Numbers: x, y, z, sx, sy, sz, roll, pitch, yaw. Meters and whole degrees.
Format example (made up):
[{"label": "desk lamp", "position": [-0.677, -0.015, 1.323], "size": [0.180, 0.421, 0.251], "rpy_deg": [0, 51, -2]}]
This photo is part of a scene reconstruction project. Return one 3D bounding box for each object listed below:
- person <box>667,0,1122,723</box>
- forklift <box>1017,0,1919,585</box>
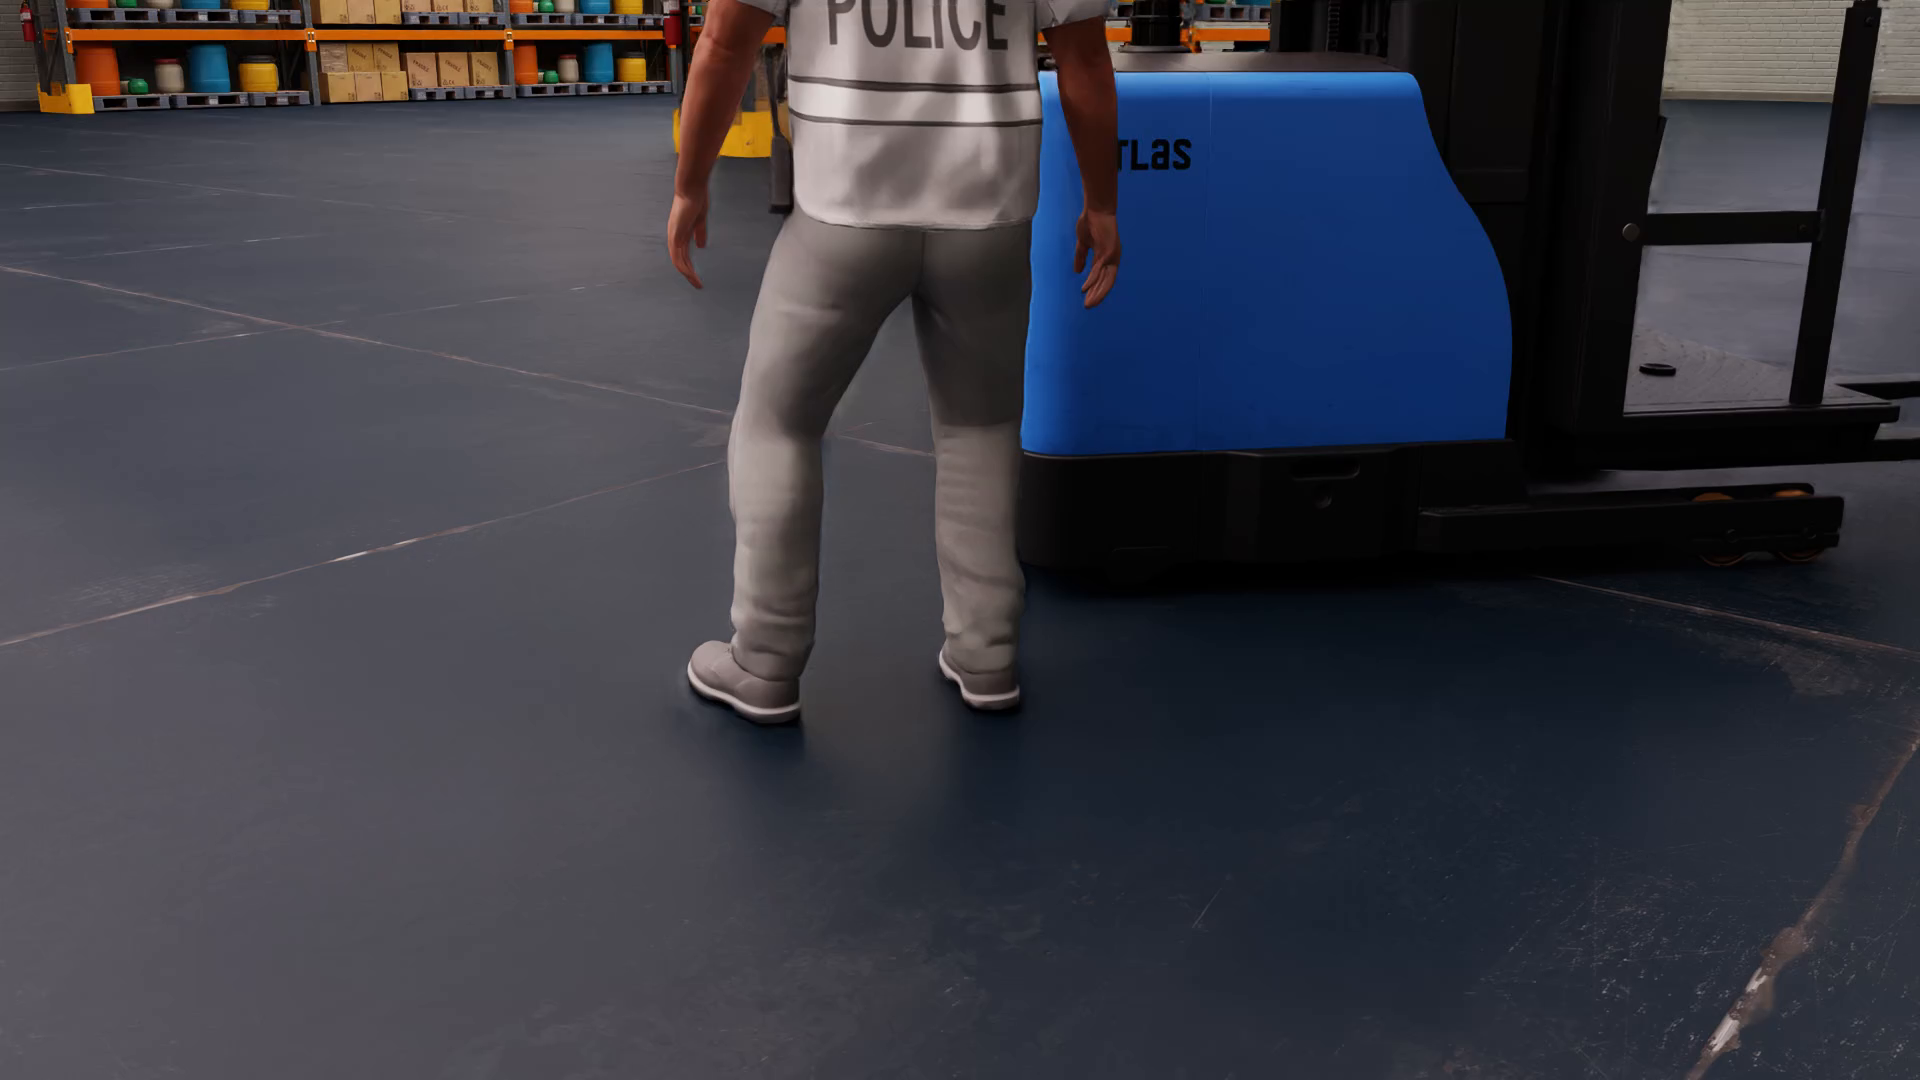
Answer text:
[{"label": "person", "position": [-0.098, -0.549, 2.780], "size": [0.773, 1.726, 0.381], "rpy_deg": [-4, 17, -12]}, {"label": "forklift", "position": [1.540, -1.490, 3.806], "size": [3.031, 2.935, 1.130], "rpy_deg": [-3, 17, -9]}]
